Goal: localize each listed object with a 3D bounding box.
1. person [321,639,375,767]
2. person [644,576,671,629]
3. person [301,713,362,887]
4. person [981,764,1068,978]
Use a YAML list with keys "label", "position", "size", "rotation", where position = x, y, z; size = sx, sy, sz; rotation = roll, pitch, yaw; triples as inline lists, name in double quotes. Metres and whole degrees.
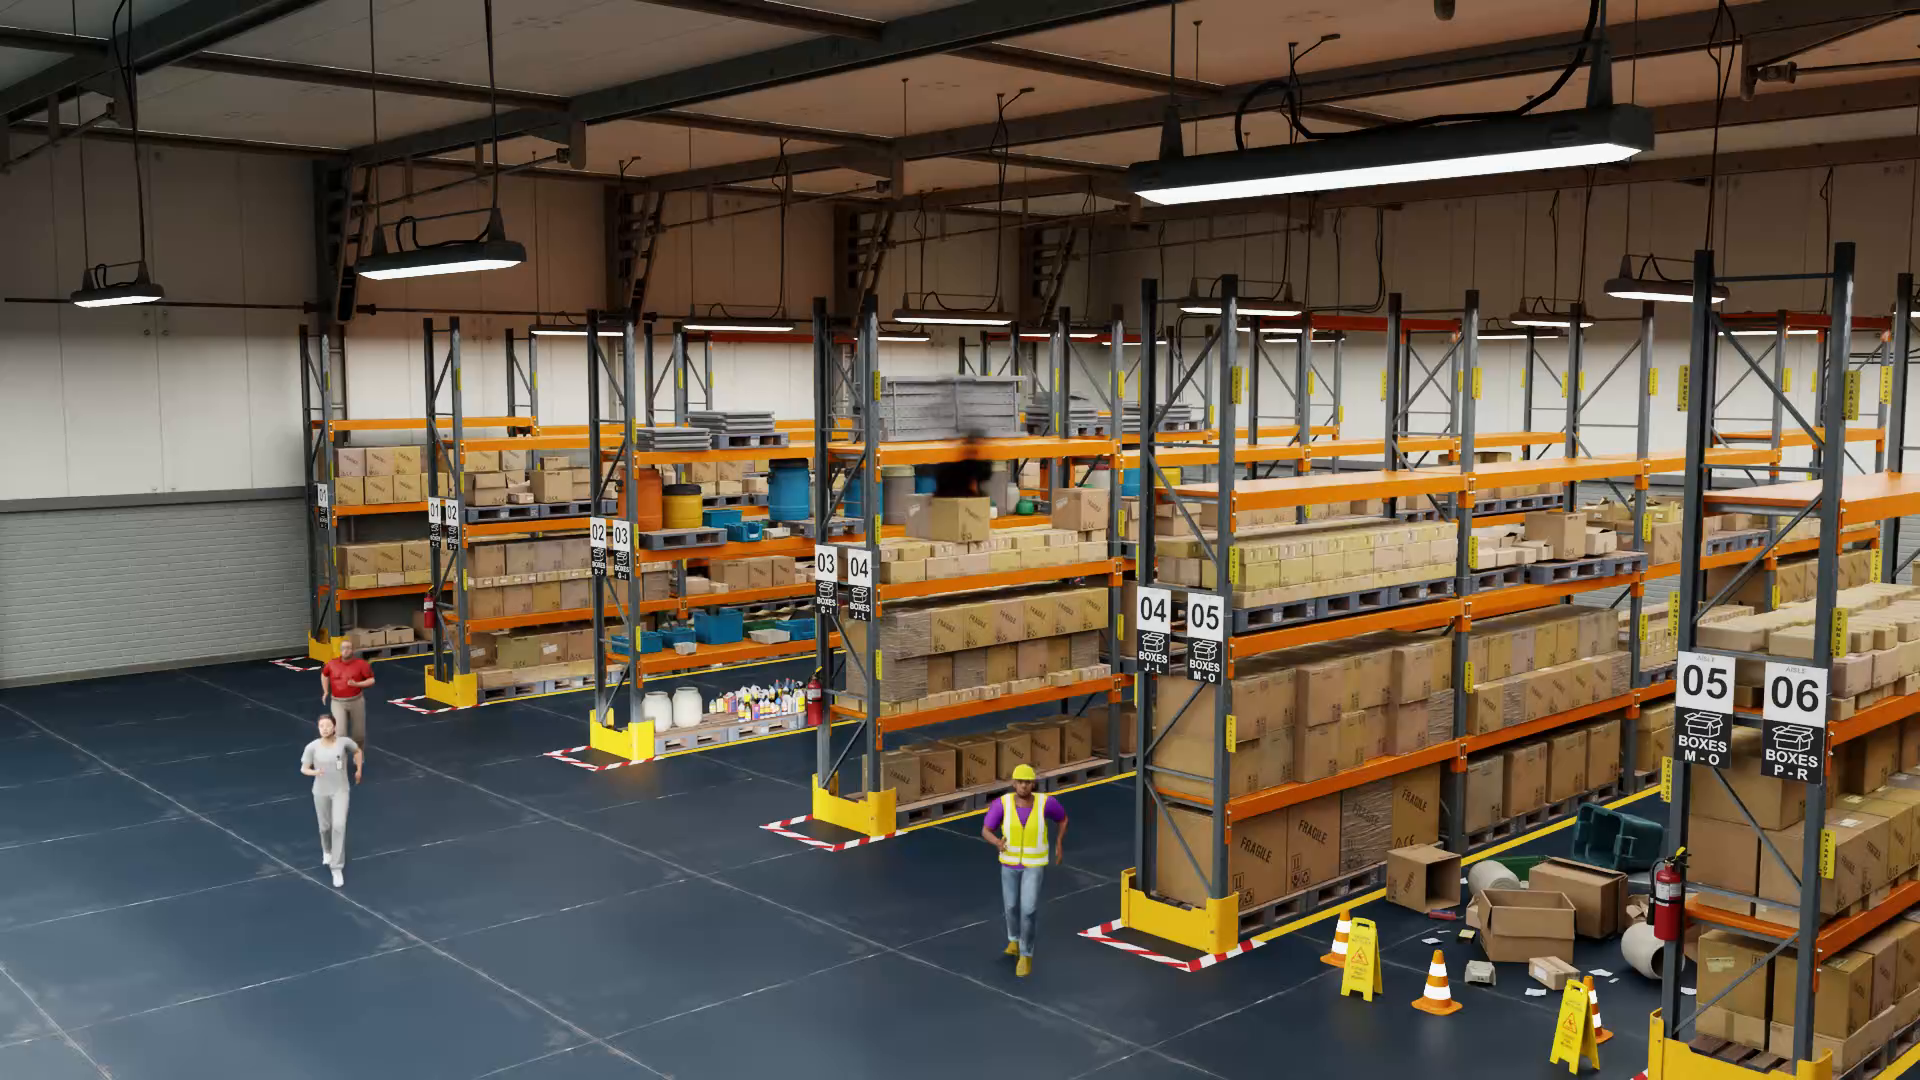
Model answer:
- label: "person"
  position: [-7.856, 2.127, 21.356]
  size: [0.661, 1.713, 0.984]
  rotation: [-2, 6, -17]
- label: "person"
  position: [-5.608, 1.178, 30.958]
  size: [0.658, 1.740, 0.606]
  rotation: [4, 7, 31]
- label: "person"
  position: [-6.438, 2.610, 17.039]
  size: [0.572, 1.668, 0.965]
  rotation: [-2, 6, -15]
- label: "person"
  position: [0.543, 2.842, 14.408]
  size: [0.714, 1.826, 0.719]
  rotation: [1, 6, 12]
